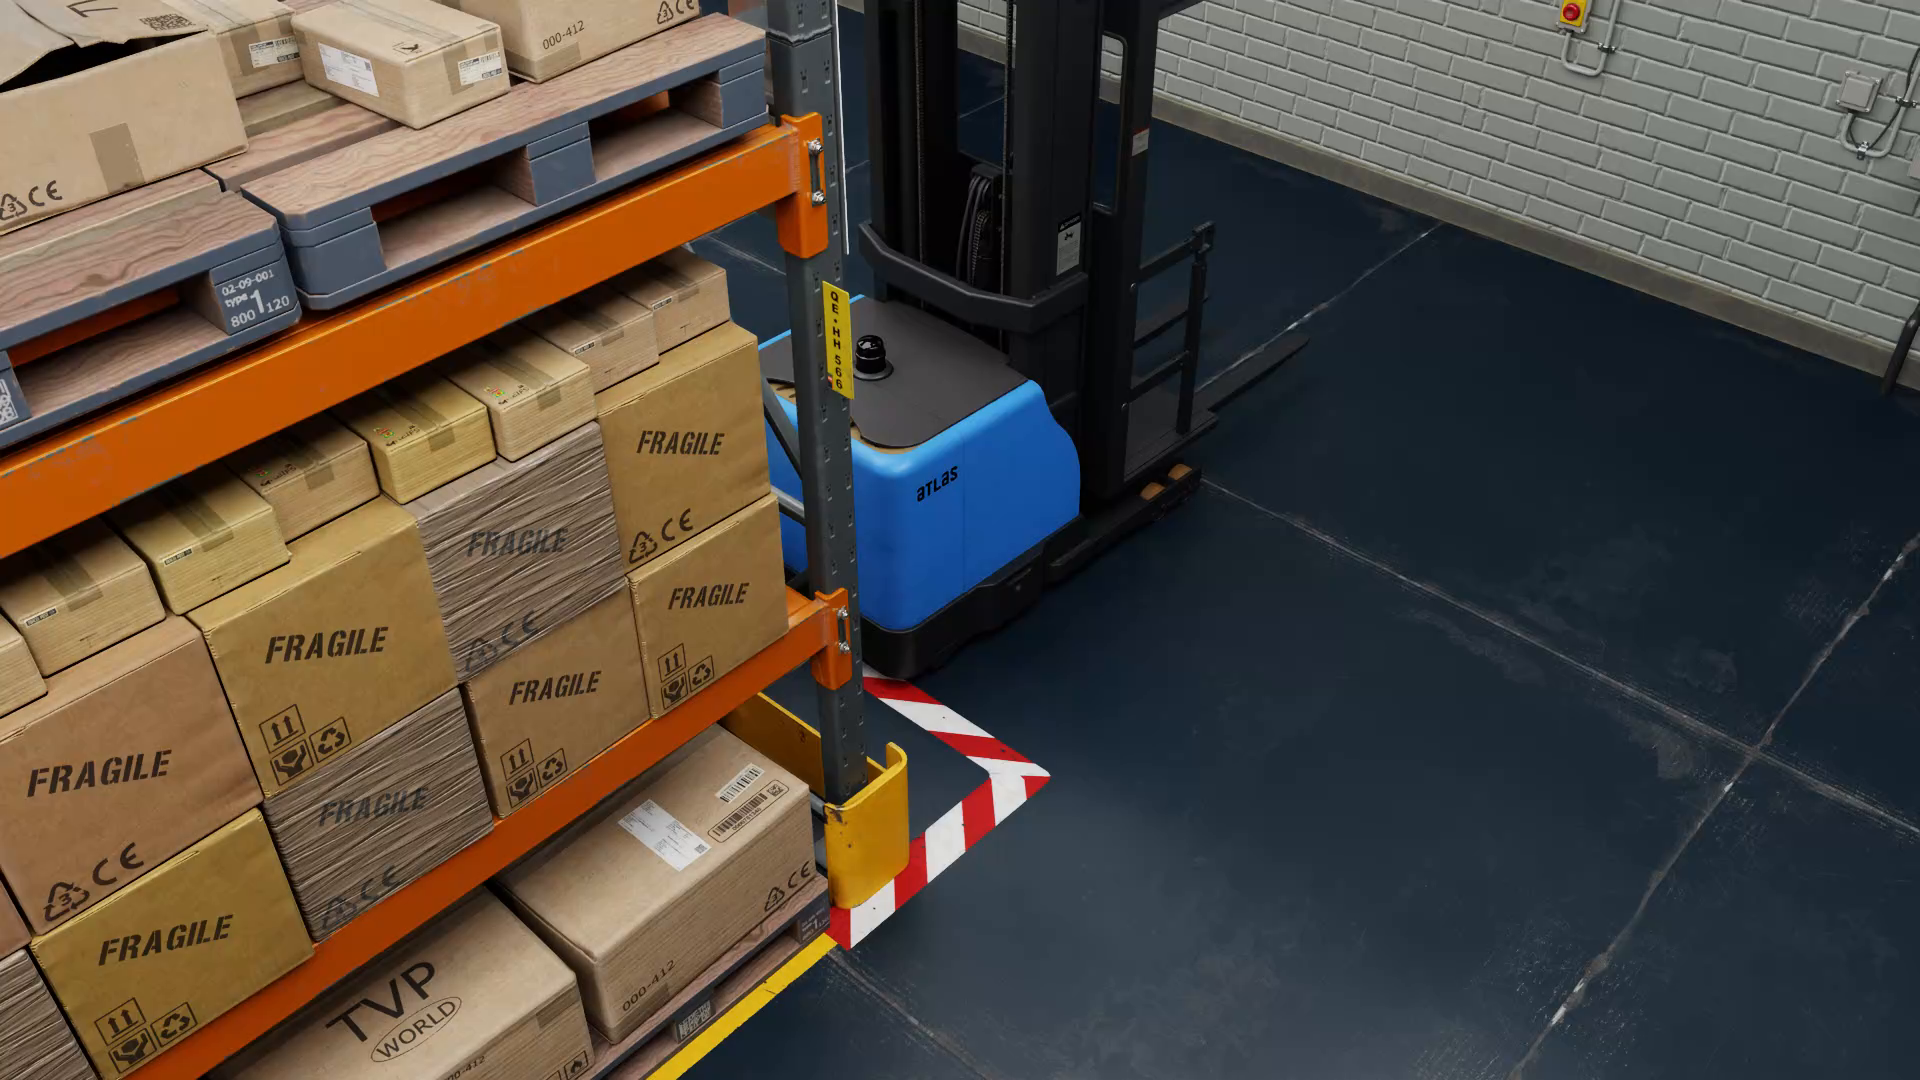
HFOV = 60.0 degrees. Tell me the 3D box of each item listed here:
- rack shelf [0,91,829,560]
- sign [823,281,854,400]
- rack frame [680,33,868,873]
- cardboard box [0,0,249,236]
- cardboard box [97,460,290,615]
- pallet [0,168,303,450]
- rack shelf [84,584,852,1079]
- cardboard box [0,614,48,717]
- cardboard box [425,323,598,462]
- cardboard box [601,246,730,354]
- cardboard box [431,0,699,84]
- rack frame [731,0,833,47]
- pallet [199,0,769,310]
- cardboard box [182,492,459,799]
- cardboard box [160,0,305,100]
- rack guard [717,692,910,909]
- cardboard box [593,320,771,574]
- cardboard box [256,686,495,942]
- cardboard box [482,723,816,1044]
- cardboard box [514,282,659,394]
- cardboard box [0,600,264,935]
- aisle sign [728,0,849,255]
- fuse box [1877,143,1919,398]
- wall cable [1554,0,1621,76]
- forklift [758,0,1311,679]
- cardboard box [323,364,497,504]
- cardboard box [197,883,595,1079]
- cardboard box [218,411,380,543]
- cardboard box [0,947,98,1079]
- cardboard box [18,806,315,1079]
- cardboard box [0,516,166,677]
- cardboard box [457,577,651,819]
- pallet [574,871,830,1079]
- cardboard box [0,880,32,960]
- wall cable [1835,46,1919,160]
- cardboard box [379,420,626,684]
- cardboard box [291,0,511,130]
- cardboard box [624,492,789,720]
[{"bbox_3d":[-2.062,-0.185,3.241,1.077,0.370,4.000,30,47,32],"label":"rack shelf"},{"bbox_3d":[-0.322,-0.523,4.377,0.100,0.325,0.005,30,47,32],"label":"sign"},{"bbox_3d":[-0.713,-0.212,5.106,1.000,3.000,0.127,30,47,32],"label":"rack frame"},{"bbox_3d":[-1.760,-0.888,3.200,0.500,0.311,0.500,31,48,33],"label":"cardboard box"},{"bbox_3d":[-1.628,-0.038,3.483,0.380,0.149,0.250,31,48,33],"label":"cardboard box"},{"bbox_3d":[-2.029,-0.443,3.058,1.003,0.211,1.213,30,47,32],"label":"pallet"},{"bbox_3d":[-2.062,0.989,4.174,1.077,0.370,4.000,30,47,32],"label":"rack shelf"},{"bbox_3d":[-1.966,0.214,3.166,0.380,0.149,0.250,30,47,32],"label":"cardboard box"},{"bbox_3d":[-1.073,-0.366,3.896,0.380,0.149,0.250,29,47,31],"label":"cardboard box"},{"bbox_3d":[-0.808,-0.647,4.249,0.380,0.149,0.250,30,47,32],"label":"cardboard box"},{"bbox_3d":[-0.950,-1.286,3.750,0.500,0.250,0.500,25,45,28],"label":"cardboard box"},{"bbox_3d":[-0.713,-2.560,3.239,1.000,3.000,0.127,30,47,32],"label":"rack frame"},{"bbox_3d":[-1.206,-1.006,3.766,1.003,0.211,1.213,30,47,32],"label":"pallet"},{"bbox_3d":[-1.530,0.158,3.758,0.500,0.500,0.500,29,47,32],"label":"cardboard box"},{"bbox_3d":[-1.617,-1.088,3.582,0.380,0.149,0.250,31,48,33],"label":"cardboard box"},{"bbox_3d":[-0.697,0.756,5.898,1.175,0.500,0.348,30,47,32],"label":"rack guard"},{"bbox_3d":[-0.863,-0.321,4.360,0.500,0.500,0.500,31,48,33],"label":"cardboard box"},{"bbox_3d":[-1.533,0.547,4.072,0.500,0.500,0.500,31,48,33],"label":"cardboard box"},{"bbox_3d":[-1.085,0.972,5.339,0.875,0.438,0.875,28,46,31],"label":"cardboard box"},{"bbox_3d":[-0.961,-0.520,4.089,0.380,0.149,0.250,31,48,33],"label":"cardboard box"},{"bbox_3d":[-1.870,0.388,3.468,0.500,0.500,0.500,29,47,32],"label":"cardboard box"},{"bbox_3d":[-0.436,-1.132,4.175,0.394,0.787,0.004,30,47,32],"label":"aisle sign"},{"bbox_3d":[4.526,-1.359,7.584,0.539,1.711,0.414,30,47,32],"label":"fuse box"},{"bbox_3d":[3.074,-3.222,8.050,0.585,1.953,0.123,30,47,32],"label":"wall cable"},{"bbox_3d":[0.434,-1.431,6.694,1.130,2.935,3.031,31,48,33],"label":"forklift"},{"bbox_3d":[-1.273,-0.268,3.772,0.380,0.149,0.250,31,48,33],"label":"cardboard box"},{"bbox_3d":[-1.696,1.396,4.806,0.875,0.438,0.875,31,48,33],"label":"cardboard box"},{"bbox_3d":[-1.502,-0.178,3.658,0.380,0.149,0.250,29,47,32],"label":"cardboard box"},{"bbox_3d":[-2.219,1.026,3.469,0.500,0.500,0.500,30,47,32],"label":"cardboard box"},{"bbox_3d":[-1.872,0.789,3.767,0.500,0.500,0.500,31,48,33],"label":"cardboard box"},{"bbox_3d":[-1.819,0.075,3.341,0.380,0.149,0.250,31,48,33],"label":"cardboard box"},{"bbox_3d":[-1.193,0.306,4.374,0.500,0.500,0.500,29,47,31],"label":"cardboard box"},{"bbox_3d":[-1.195,1.280,5.471,1.003,0.211,1.213,30,47,32],"label":"pallet"},{"bbox_3d":[-2.212,0.618,3.179,0.500,0.500,0.500,31,48,33],"label":"cardboard box"},{"bbox_3d":[4.128,-2.619,7.318,0.588,1.984,0.122,30,47,32],"label":"wall cable"},{"bbox_3d":[-1.194,-0.068,4.042,0.500,0.500,0.500,30,47,32],"label":"cardboard box"},{"bbox_3d":[-1.174,-1.020,3.497,0.380,0.149,0.250,26,45,29],"label":"cardboard box"},{"bbox_3d":[-0.843,0.082,4.657,0.500,0.500,0.500,30,47,32],"label":"cardboard box"}]
